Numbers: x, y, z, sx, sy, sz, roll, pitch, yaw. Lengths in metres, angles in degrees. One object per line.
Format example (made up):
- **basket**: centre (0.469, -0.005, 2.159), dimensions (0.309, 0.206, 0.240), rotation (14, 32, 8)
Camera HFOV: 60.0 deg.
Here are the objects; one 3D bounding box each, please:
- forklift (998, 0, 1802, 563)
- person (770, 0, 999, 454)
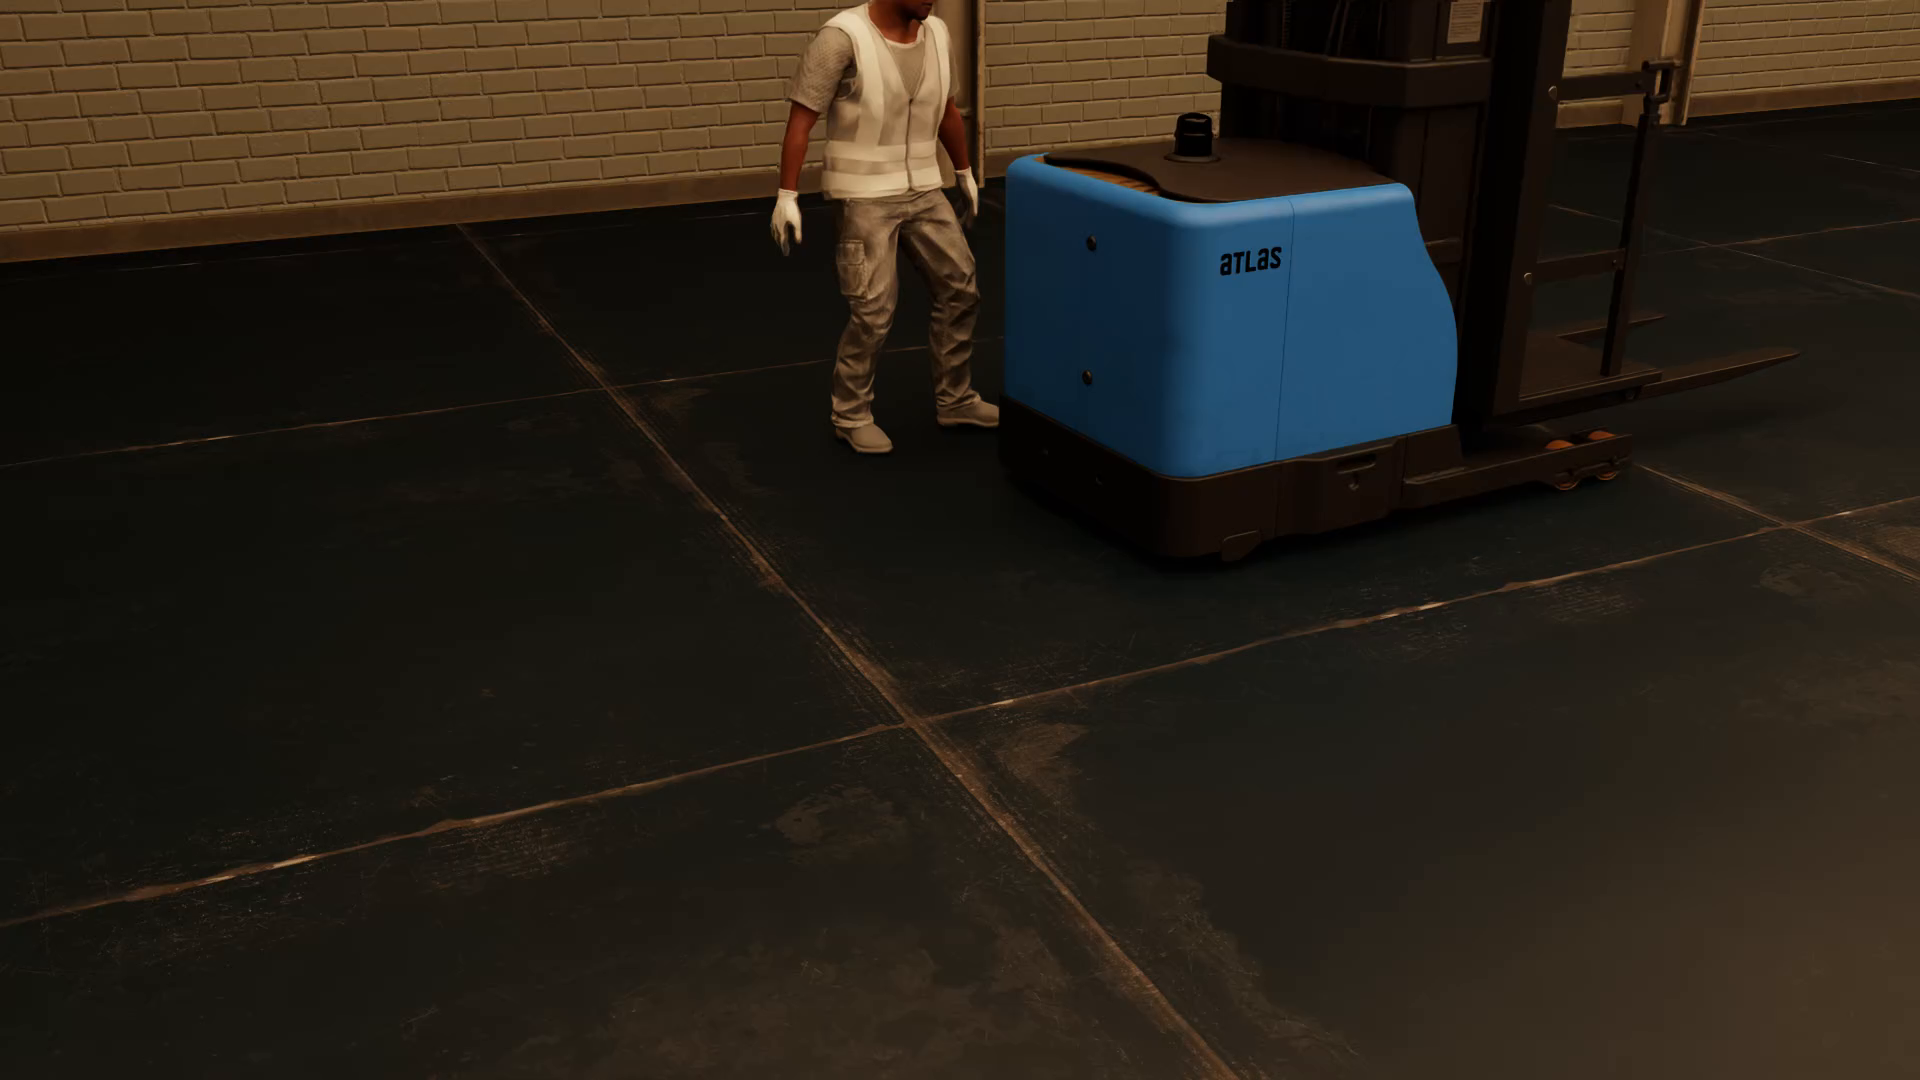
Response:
- **forklift**: centre (1.668, -1.680, 5.329), dimensions (3.031, 2.935, 1.130), rotation (-12, 25, -27)
- **person**: centre (-0.205, -1.160, 5.629), dimensions (0.877, 1.746, 0.440), rotation (-18, 28, -36)
